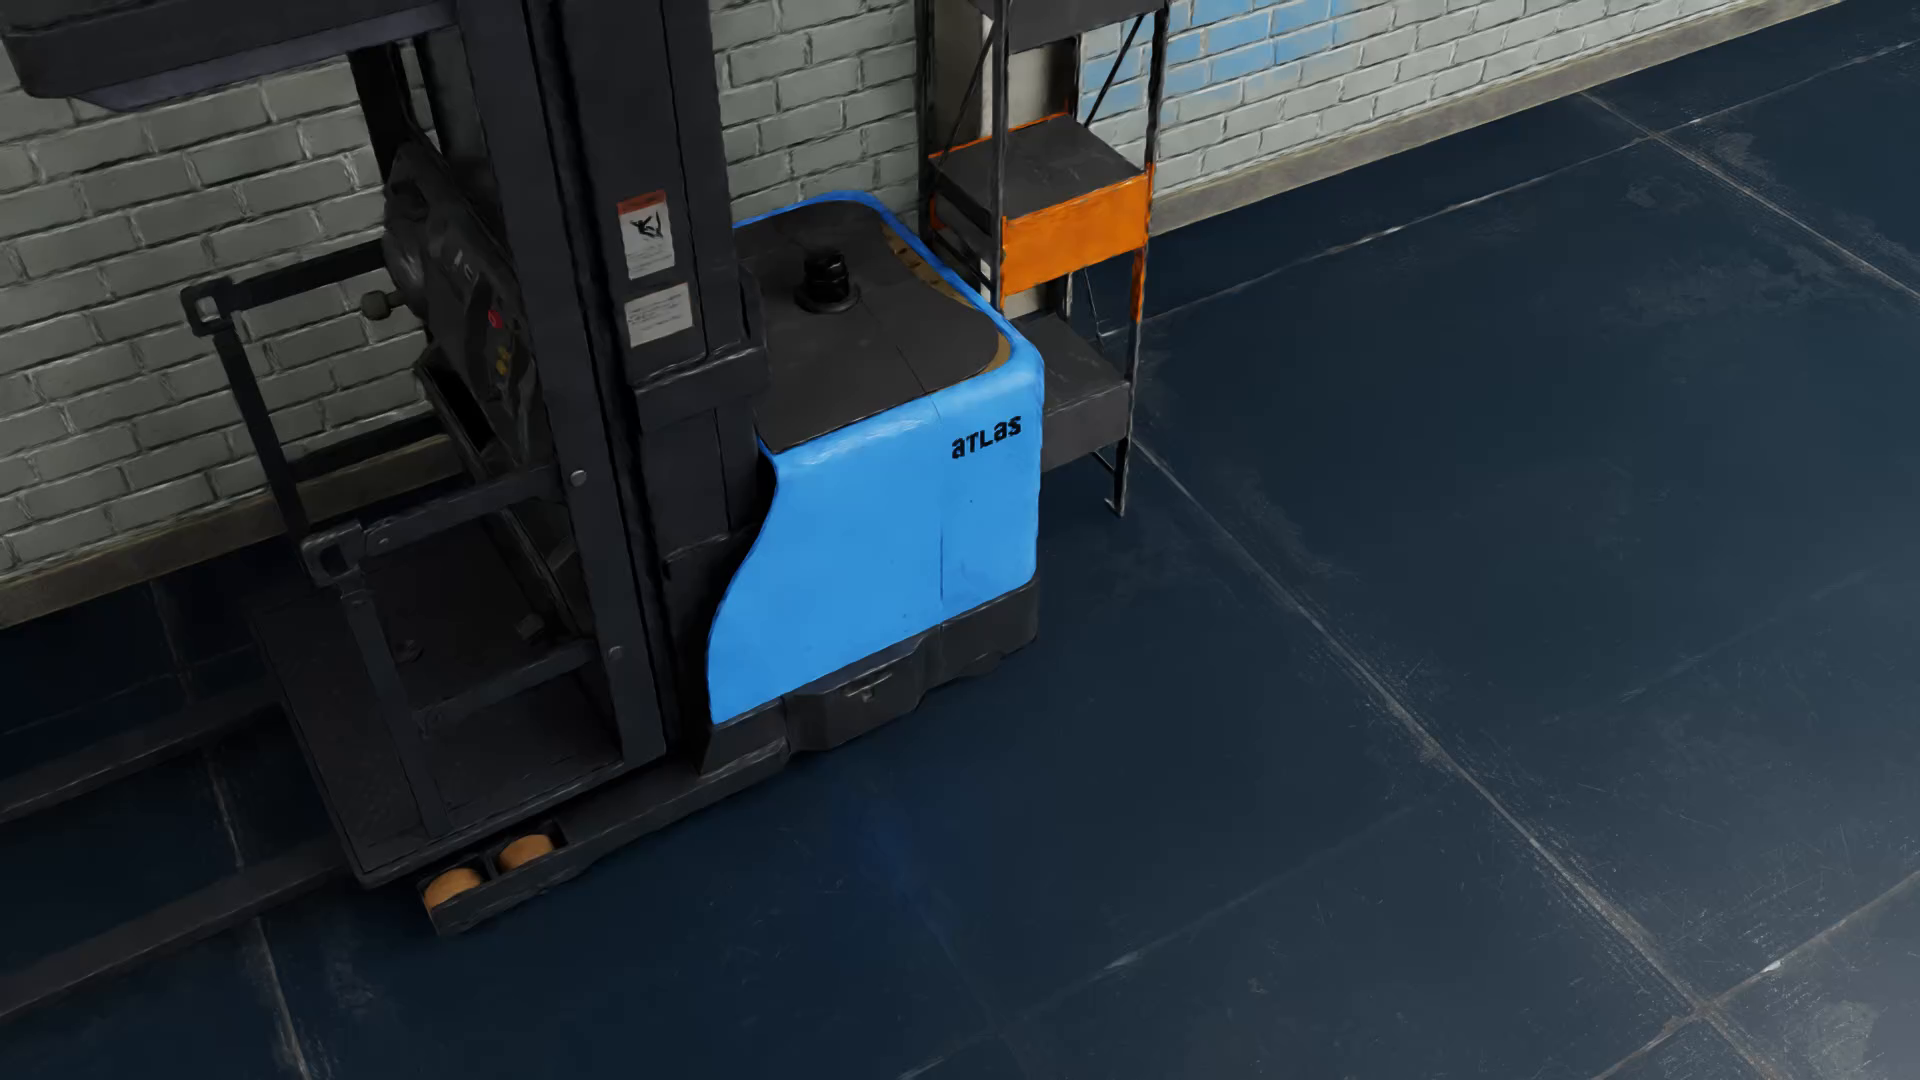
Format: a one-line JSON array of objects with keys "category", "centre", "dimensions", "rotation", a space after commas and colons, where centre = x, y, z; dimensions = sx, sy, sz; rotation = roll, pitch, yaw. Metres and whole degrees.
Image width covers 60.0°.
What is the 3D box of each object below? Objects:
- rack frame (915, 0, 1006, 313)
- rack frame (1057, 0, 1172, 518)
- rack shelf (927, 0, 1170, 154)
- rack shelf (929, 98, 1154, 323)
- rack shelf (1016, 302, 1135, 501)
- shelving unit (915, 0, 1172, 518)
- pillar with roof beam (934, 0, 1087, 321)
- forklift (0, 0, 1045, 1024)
[{"category": "rack frame", "centre": [-0.002, -0.766, 4.532], "dimensions": [0.015, 2.100, 0.400], "rotation": [-23, 49, -22]}, {"category": "rack frame", "centre": [0.412, -0.946, 4.717], "dimensions": [0.015, 2.100, 0.400], "rotation": [-23, 49, -22]}, {"category": "rack shelf", "centre": [0.205, -1.349, 4.146], "dimensions": [0.480, 0.518, 0.431], "rotation": [-23, 49, -22]}, {"category": "rack shelf", "centre": [0.205, -0.846, 4.634], "dimensions": [0.480, 0.518, 0.431], "rotation": [-23, 49, -22]}, {"category": "rack shelf", "centre": [0.205, -0.344, 5.121], "dimensions": [0.480, 0.518, 0.431], "rotation": [-23, 49, -22]}, {"category": "shelving unit", "centre": [0.205, -0.856, 4.624], "dimensions": [0.503, 2.100, 0.431], "rotation": [-23, 49, -22]}, {"category": "pillar with roof beam", "centre": [2.306, -1.479, 0.312], "dimensions": [0.400, 9.000, 9.100], "rotation": [-22, 48, -21]}, {"category": "forklift", "centre": [-1.291, -0.482, 3.643], "dimensions": [3.031, 2.935, 1.130], "rotation": [-23, 49, -22]}]
